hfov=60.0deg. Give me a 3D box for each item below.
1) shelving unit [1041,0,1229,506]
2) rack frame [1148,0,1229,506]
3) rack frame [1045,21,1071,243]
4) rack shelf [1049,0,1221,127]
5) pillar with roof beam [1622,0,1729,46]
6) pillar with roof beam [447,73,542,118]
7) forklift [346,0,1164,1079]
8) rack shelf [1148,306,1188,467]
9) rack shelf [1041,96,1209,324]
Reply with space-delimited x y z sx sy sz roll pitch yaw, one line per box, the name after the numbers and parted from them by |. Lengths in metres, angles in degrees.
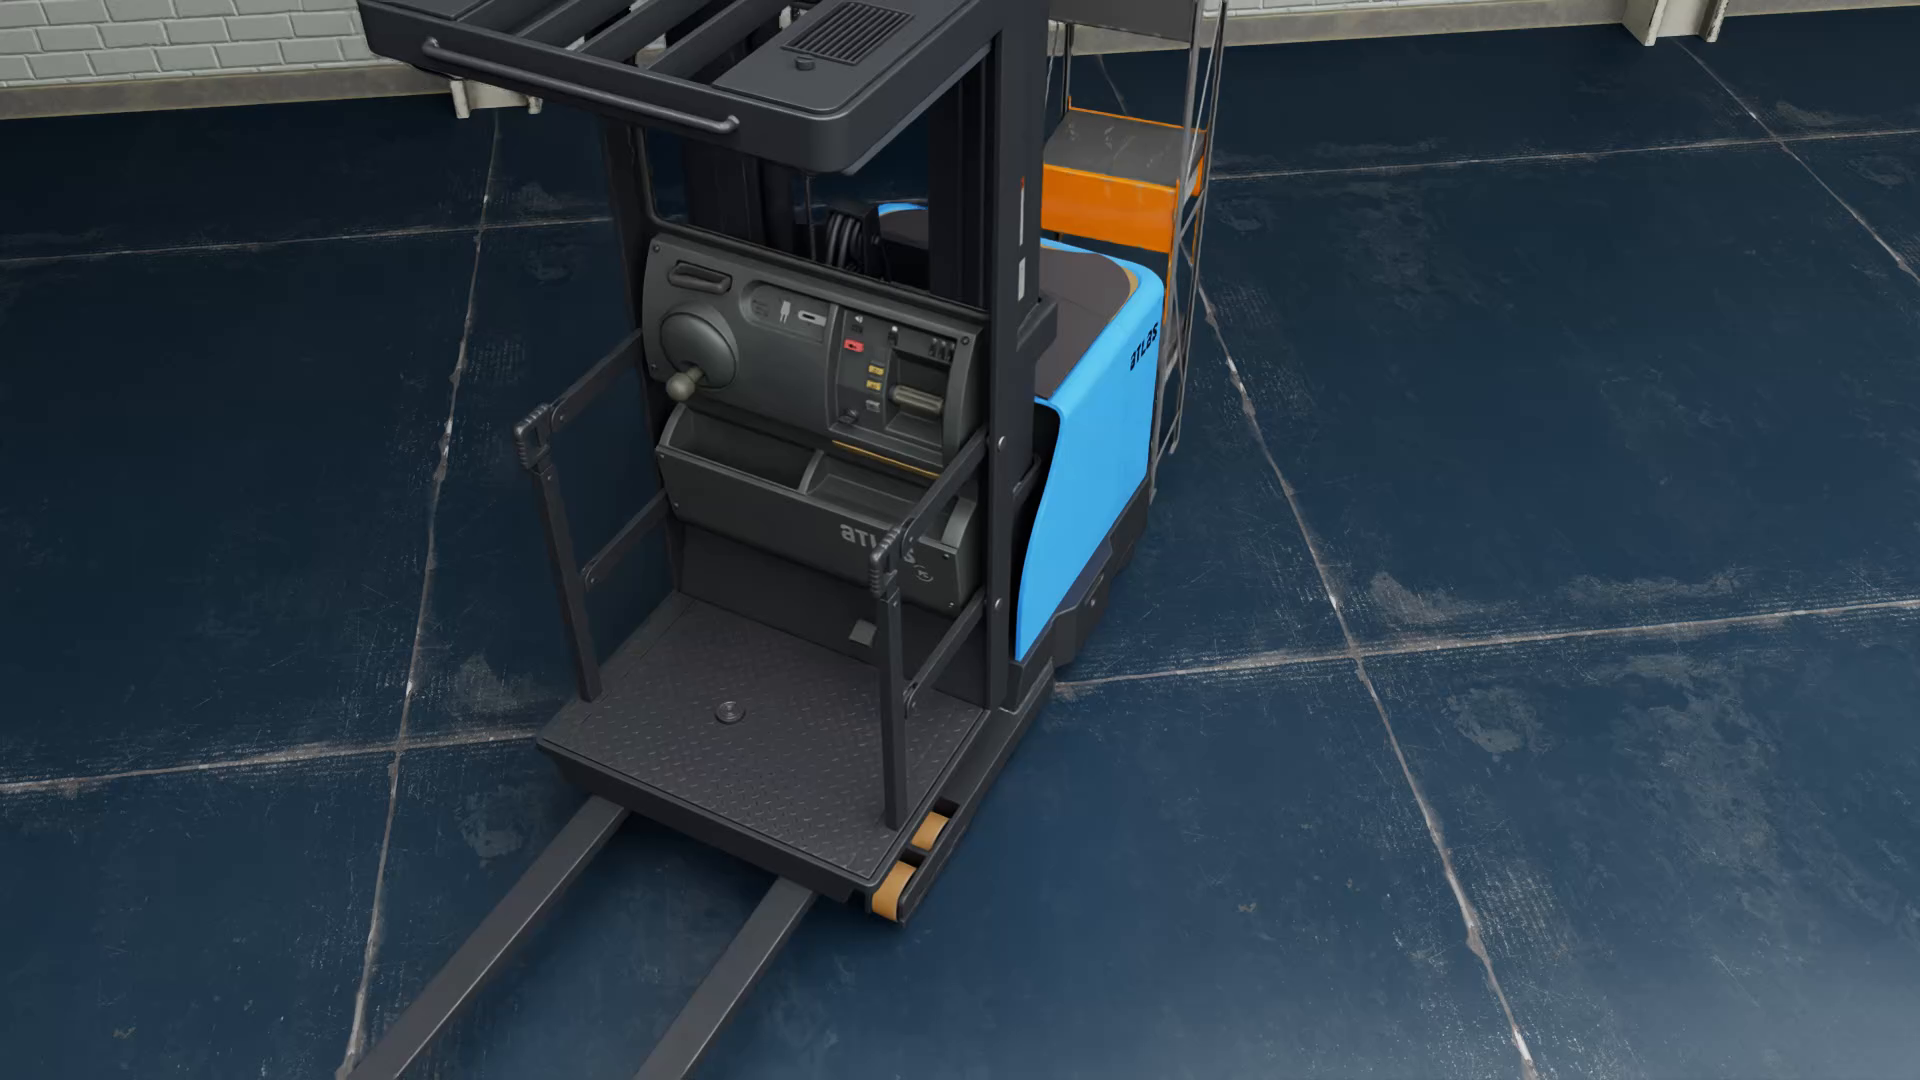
0.507 -1.082 5.382 0.503 2.100 0.431 14 44 15 | shelving unit
0.736 -1.025 5.319 0.015 2.100 0.400 14 44 15 | rack frame
0.279 -1.140 5.445 0.015 2.100 0.400 14 44 15 | rack frame
0.508 -1.592 4.922 0.480 0.518 0.431 14 44 15 | rack shelf
4.263 -3.151 2.525 0.400 9.000 9.100 -5 42 -6 | pillar with roof beam
-1.686 -2.630 1.947 0.400 9.000 9.100 -5 42 -6 | pillar with roof beam
-0.486 -0.386 3.989 1.130 2.935 3.031 19 45 20 | forklift
0.506 -0.553 5.860 0.480 0.518 0.431 14 44 15 | rack shelf
0.507 -1.072 5.391 0.480 0.518 0.431 14 44 15 | rack shelf
